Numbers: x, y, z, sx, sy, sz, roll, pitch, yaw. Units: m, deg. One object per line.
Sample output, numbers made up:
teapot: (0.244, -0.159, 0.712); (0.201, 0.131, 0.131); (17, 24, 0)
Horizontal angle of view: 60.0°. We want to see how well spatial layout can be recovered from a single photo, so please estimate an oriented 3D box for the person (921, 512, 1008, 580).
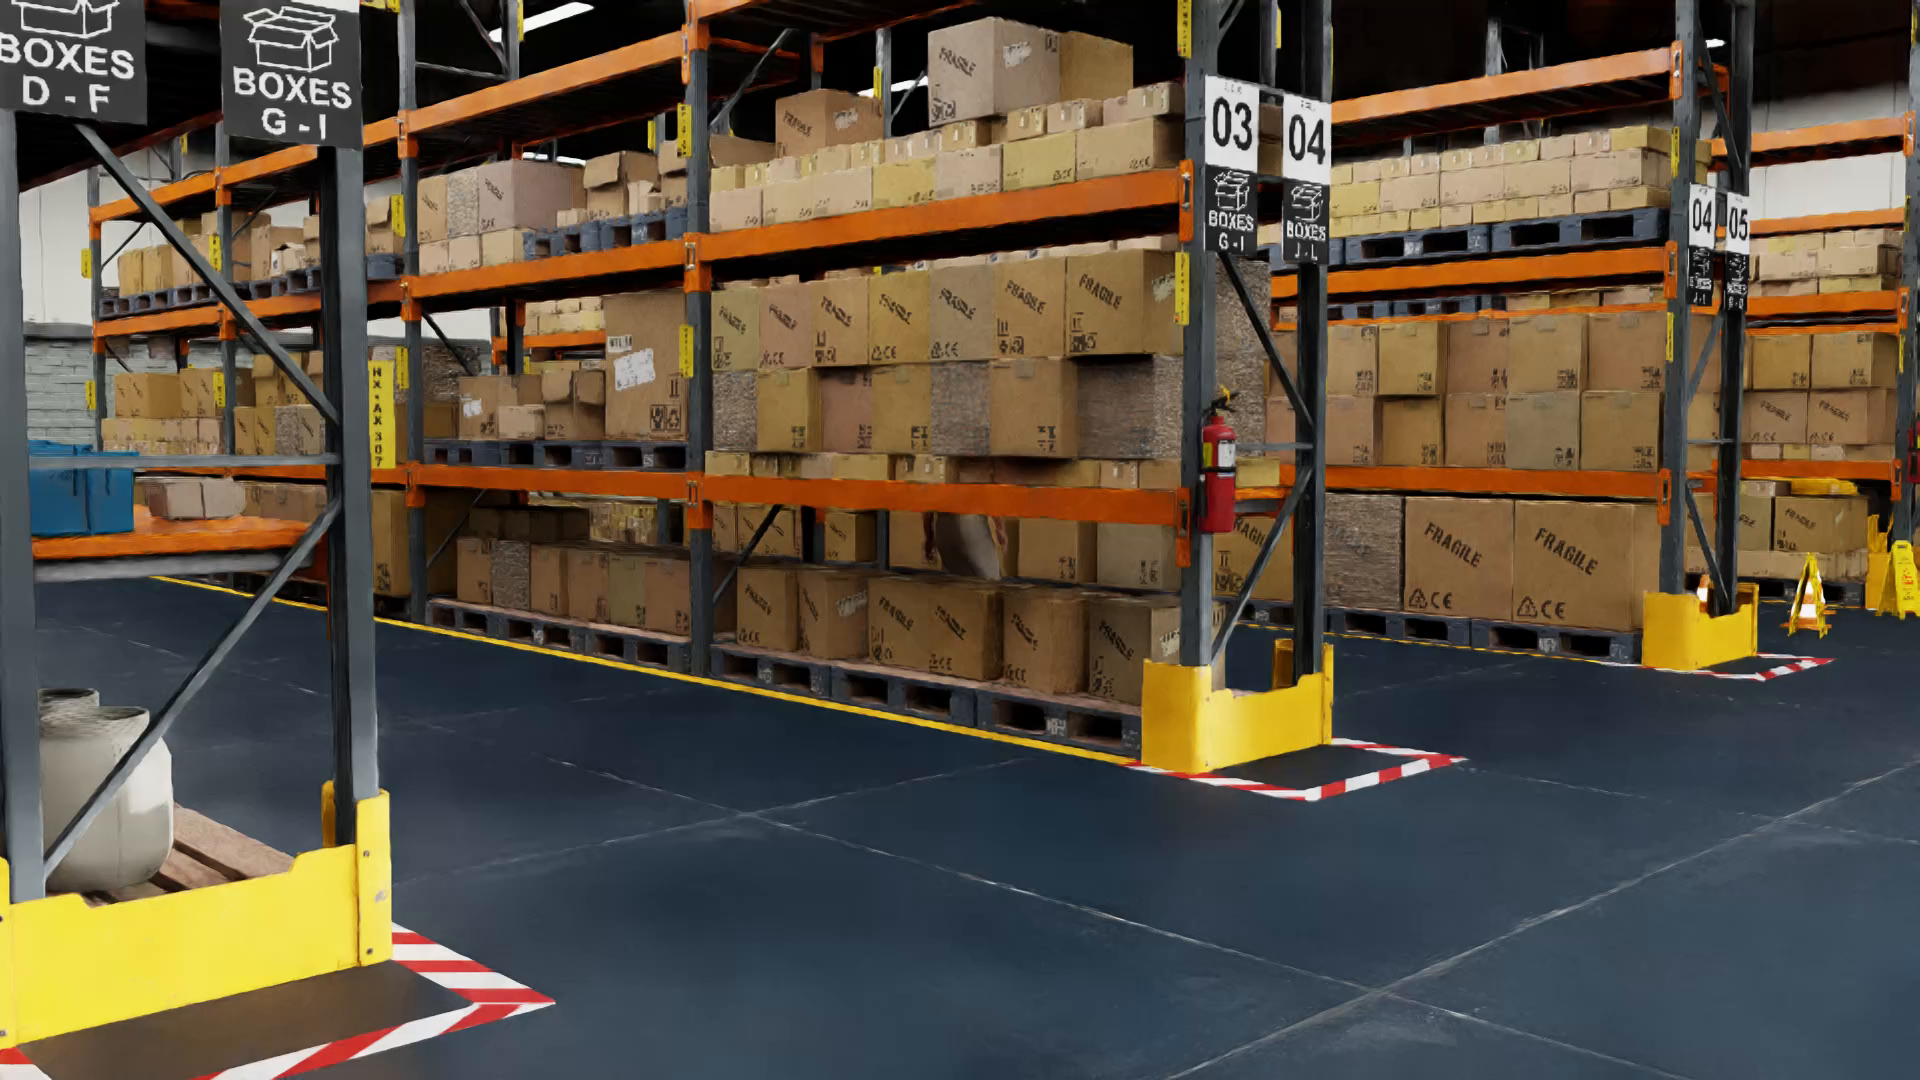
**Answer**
person: (0.076, -0.042, 11.724); (0.682, 1.698, 0.522); (3, 5, 36)
